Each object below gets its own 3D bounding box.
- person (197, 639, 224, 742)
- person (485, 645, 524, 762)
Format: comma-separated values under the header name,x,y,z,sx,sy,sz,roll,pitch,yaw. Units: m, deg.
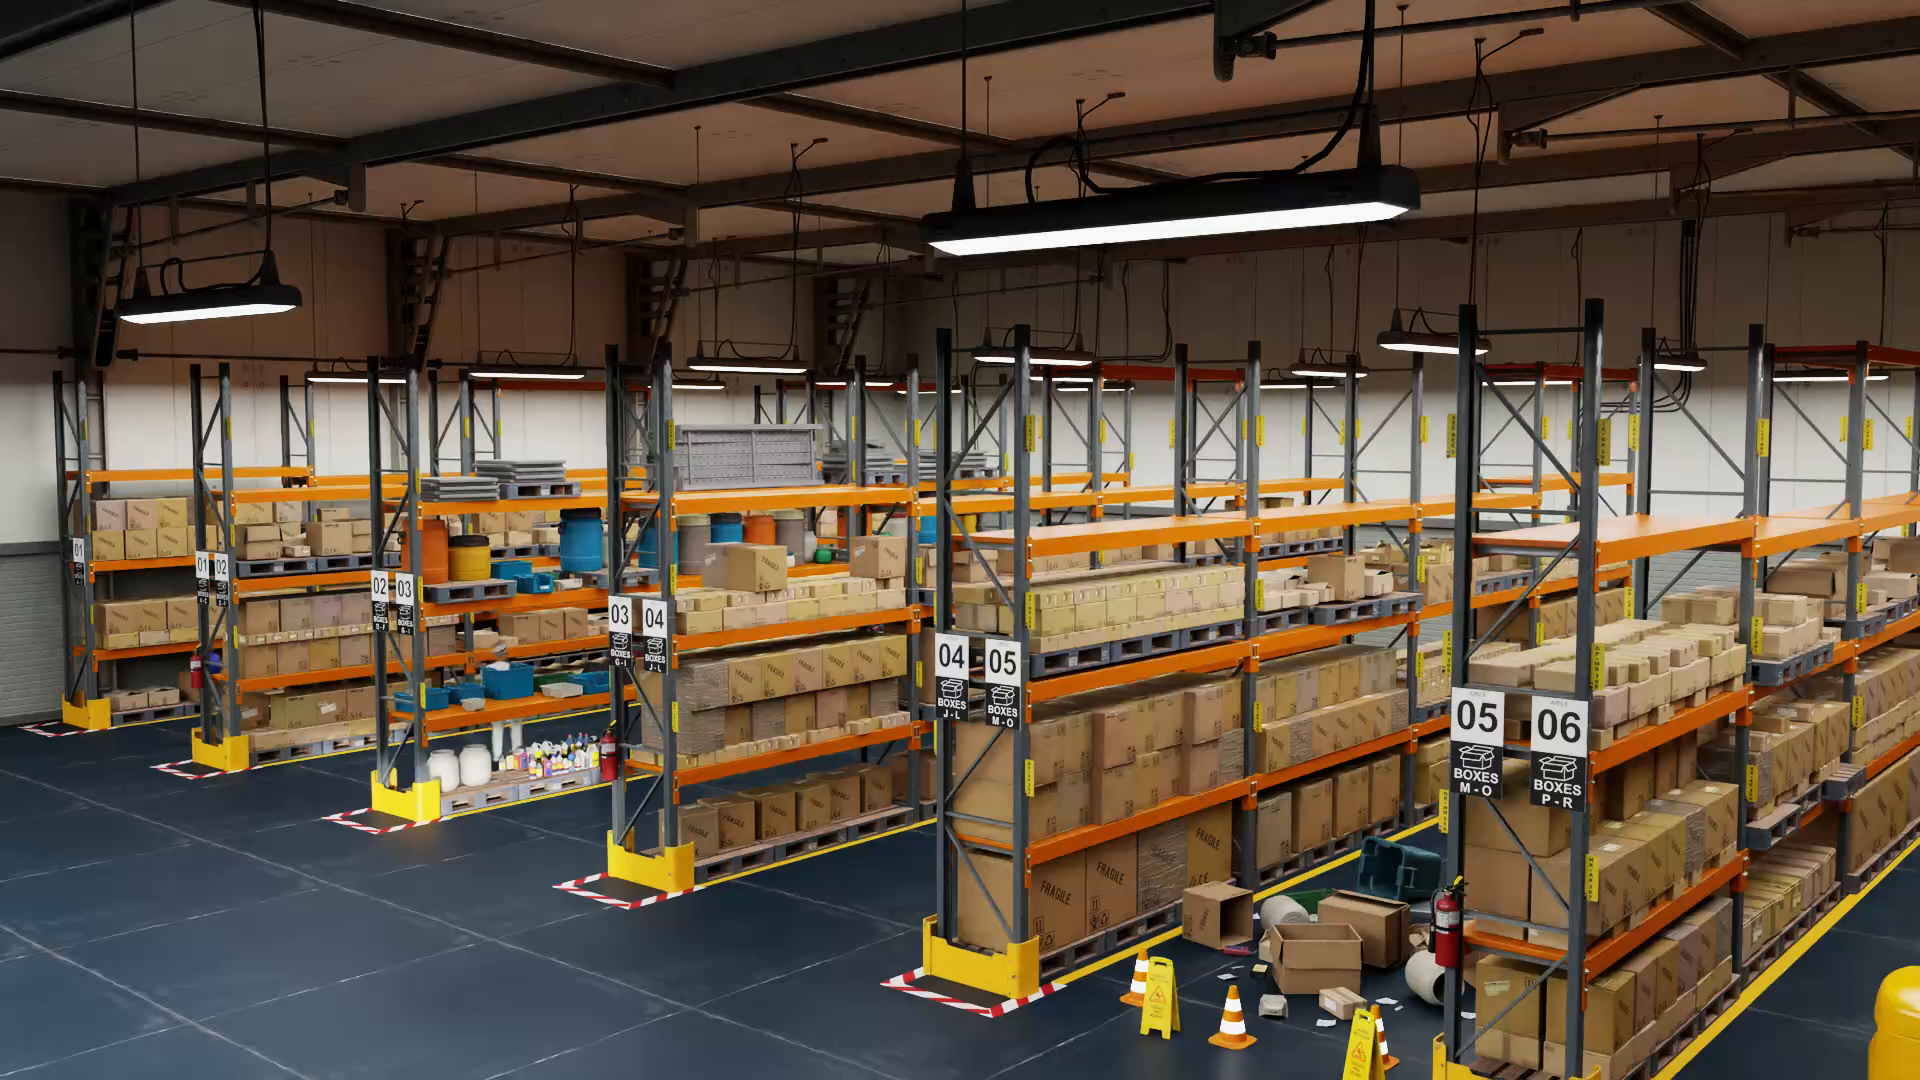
name,x,y,z,sx,sy,sz,roll,pitch,yaw
person,-12.059,2.434,26.728,0.450,1.719,0.426,-3,5,-38
person,-6.895,2.494,25.204,0.629,1.827,0.623,-1,4,-12
